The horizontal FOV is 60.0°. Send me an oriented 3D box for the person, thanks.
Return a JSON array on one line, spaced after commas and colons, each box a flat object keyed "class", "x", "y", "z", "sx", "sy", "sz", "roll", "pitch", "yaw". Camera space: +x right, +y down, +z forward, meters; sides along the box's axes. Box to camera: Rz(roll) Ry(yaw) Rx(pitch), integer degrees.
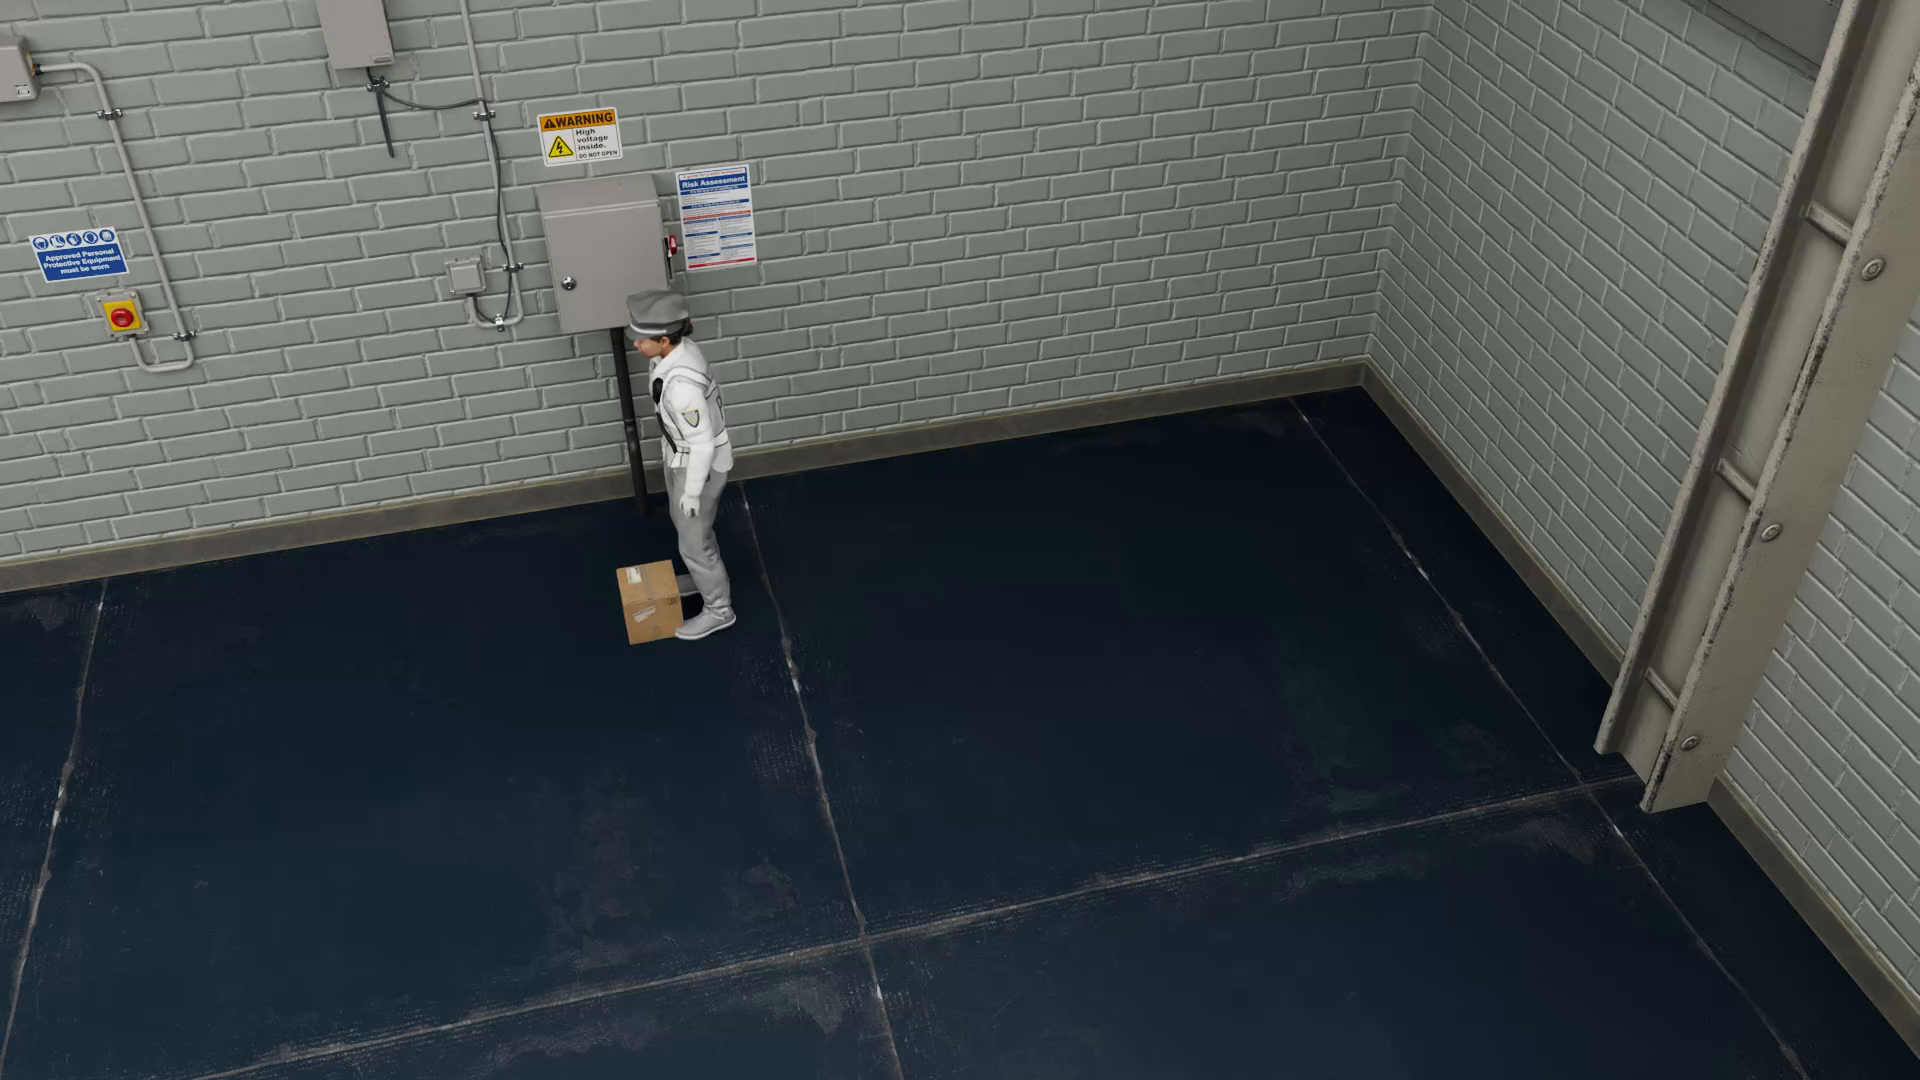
[{"class": "person", "x": -1.154, "y": -0.240, "z": 7.177, "sx": 0.357, "sy": 1.460, "sz": 0.520, "roll": -11, "pitch": 40, "yaw": -13}]
